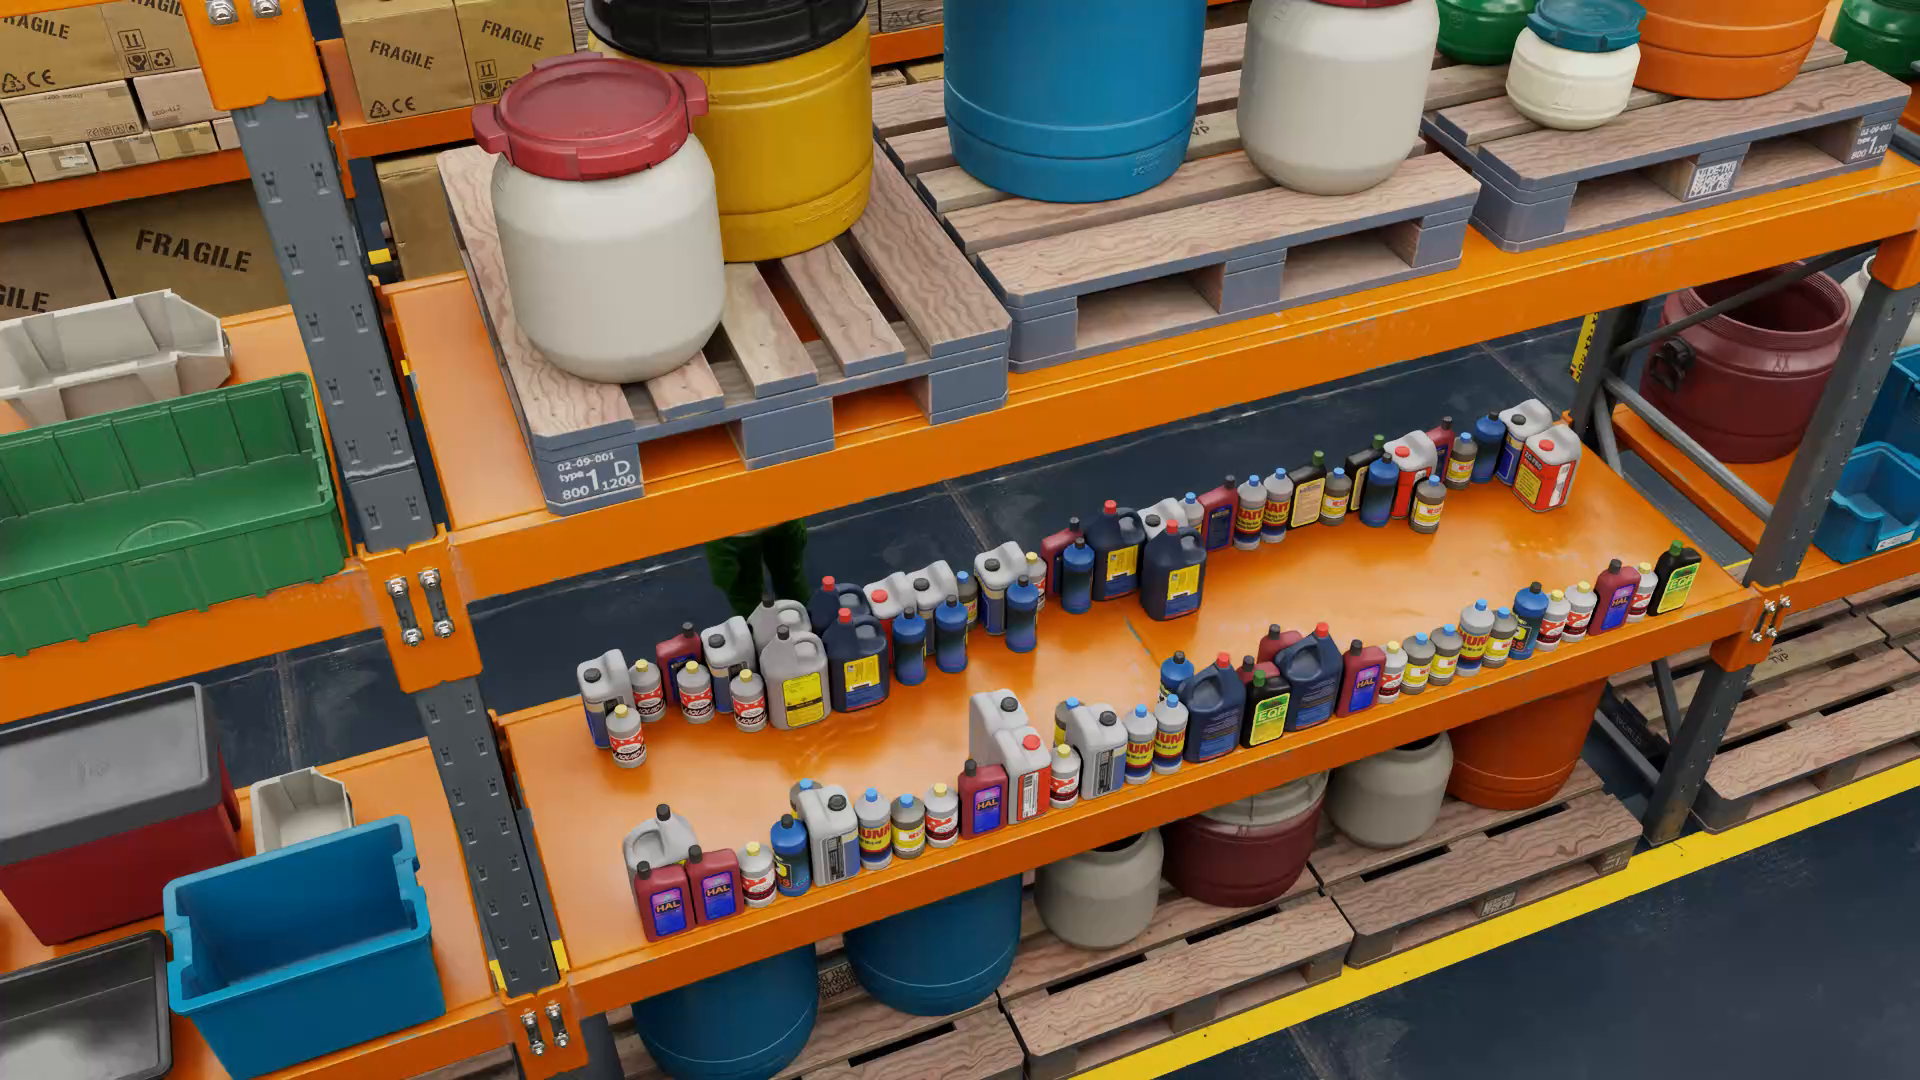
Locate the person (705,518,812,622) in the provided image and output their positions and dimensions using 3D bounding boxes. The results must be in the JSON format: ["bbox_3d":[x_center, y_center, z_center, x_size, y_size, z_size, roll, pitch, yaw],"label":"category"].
[{"bbox_3d":[-0.808,-0.153,6.304,0.561,1.794,0.498,-29,49,-29],"label":"person"}]
